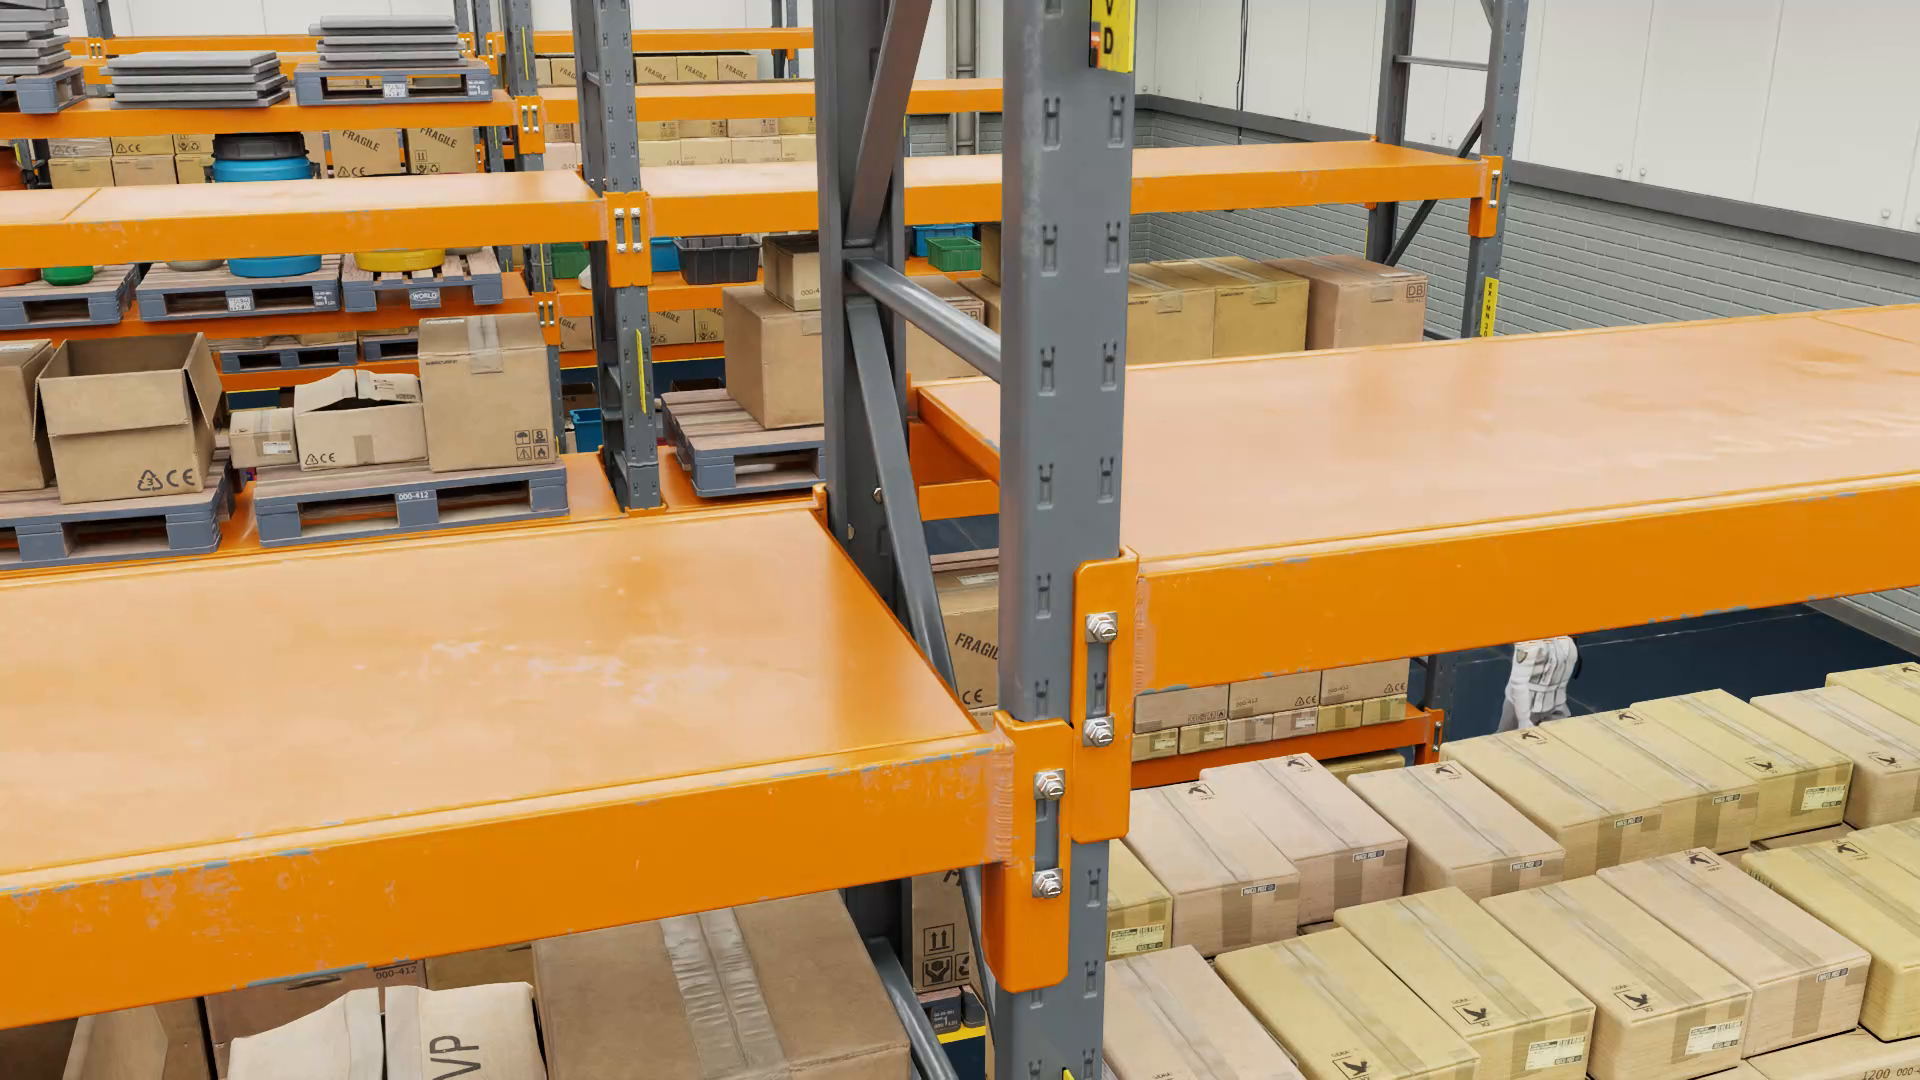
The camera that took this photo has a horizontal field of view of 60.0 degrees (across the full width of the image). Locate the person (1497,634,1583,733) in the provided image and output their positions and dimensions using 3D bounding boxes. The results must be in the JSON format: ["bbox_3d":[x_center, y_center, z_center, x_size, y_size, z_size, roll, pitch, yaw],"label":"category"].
[{"bbox_3d":[3.443,0.968,9.775,0.556,1.607,1.008,-13,23,-32],"label":"person"}]
